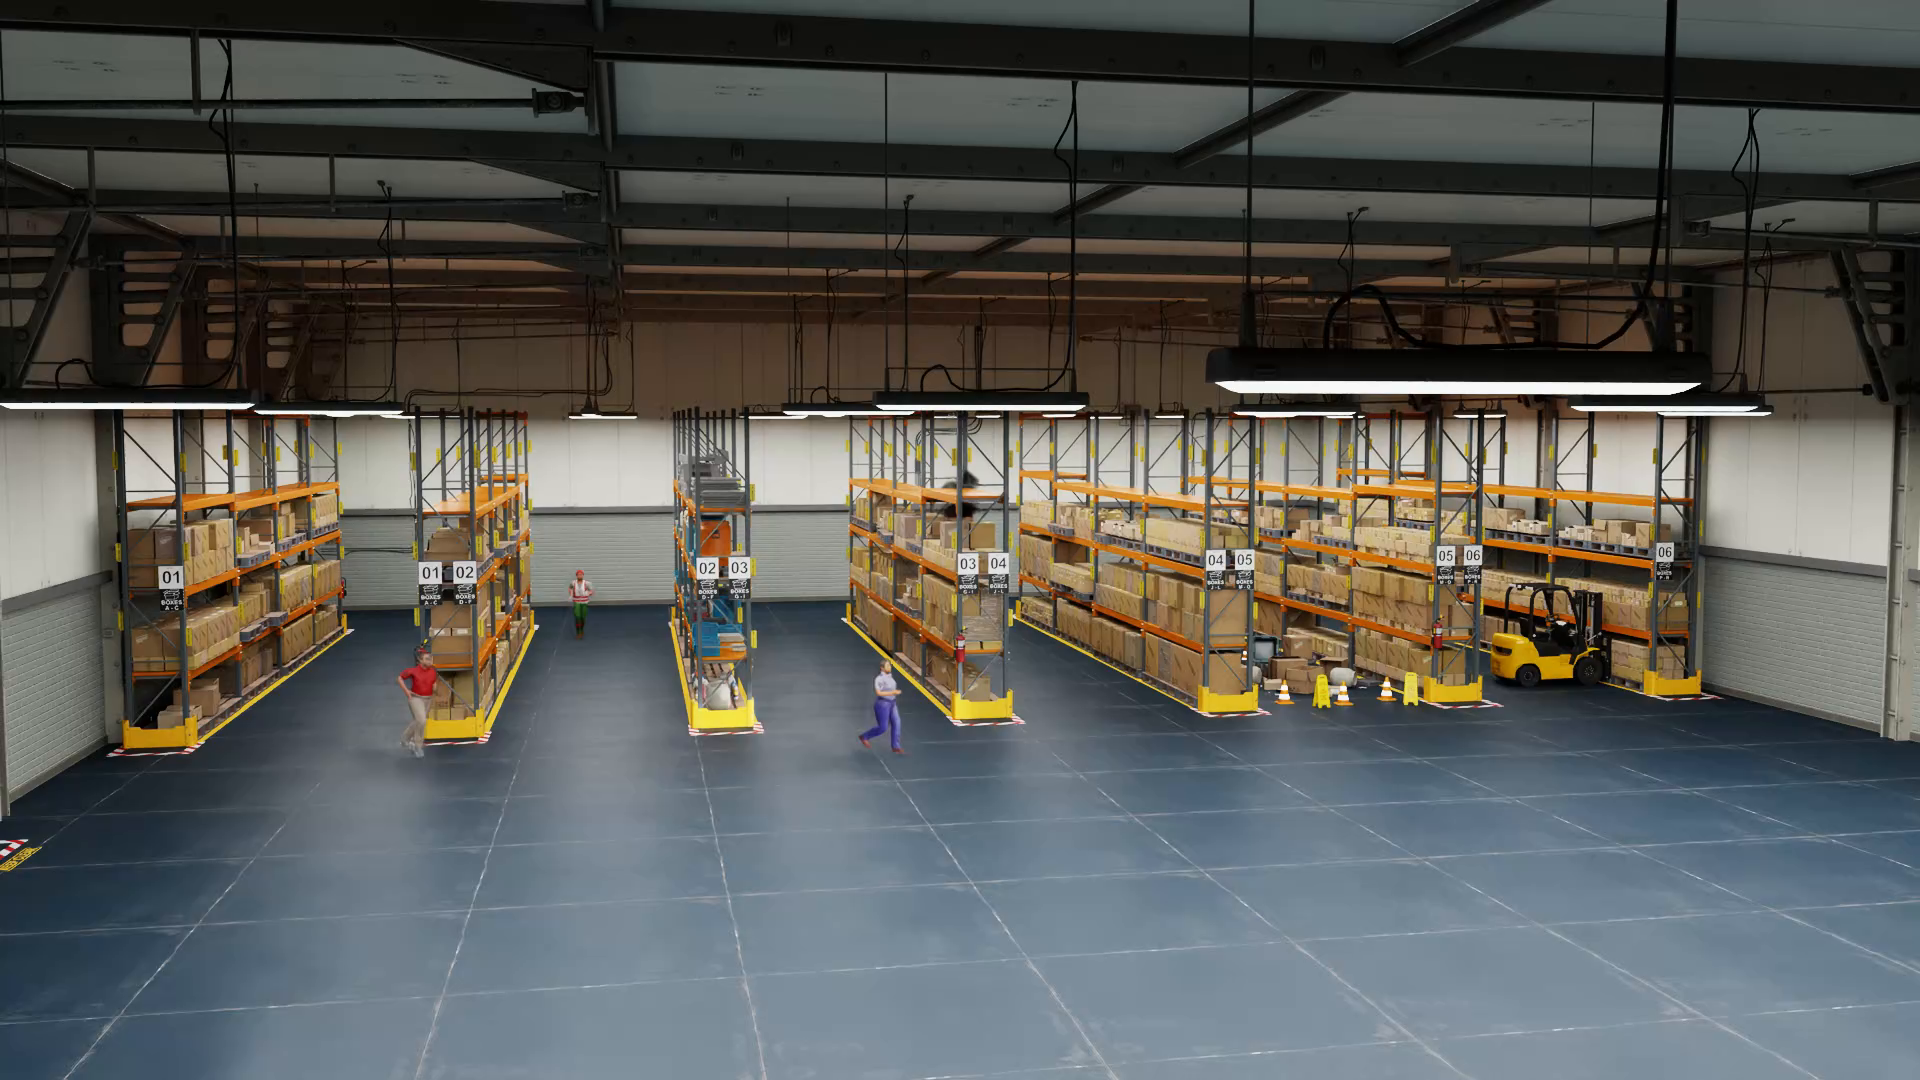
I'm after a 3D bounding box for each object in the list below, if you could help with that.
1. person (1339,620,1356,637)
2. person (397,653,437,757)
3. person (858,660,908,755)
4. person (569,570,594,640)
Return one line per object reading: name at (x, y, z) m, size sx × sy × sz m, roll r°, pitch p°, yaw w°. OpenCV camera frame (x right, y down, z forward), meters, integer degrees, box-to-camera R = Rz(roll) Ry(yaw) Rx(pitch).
person at (10.116, 1.830, 43.188) m, size 0.578 × 1.637 × 0.666 m, roll -1°, pitch 4°, yaw -10°
person at (-9.366, 2.848, 28.821) m, size 0.775 × 1.783 × 0.696 m, roll 2°, pitch 5°, yaw 28°
person at (-1.310, 2.873, 28.686) m, size 0.872 × 1.632 × 0.618 m, roll 2°, pitch 4°, yaw 23°
person at (-10.014, 1.697, 44.006) m, size 0.645 × 1.835 × 0.803 m, roll -1°, pitch 4°, yaw -15°
